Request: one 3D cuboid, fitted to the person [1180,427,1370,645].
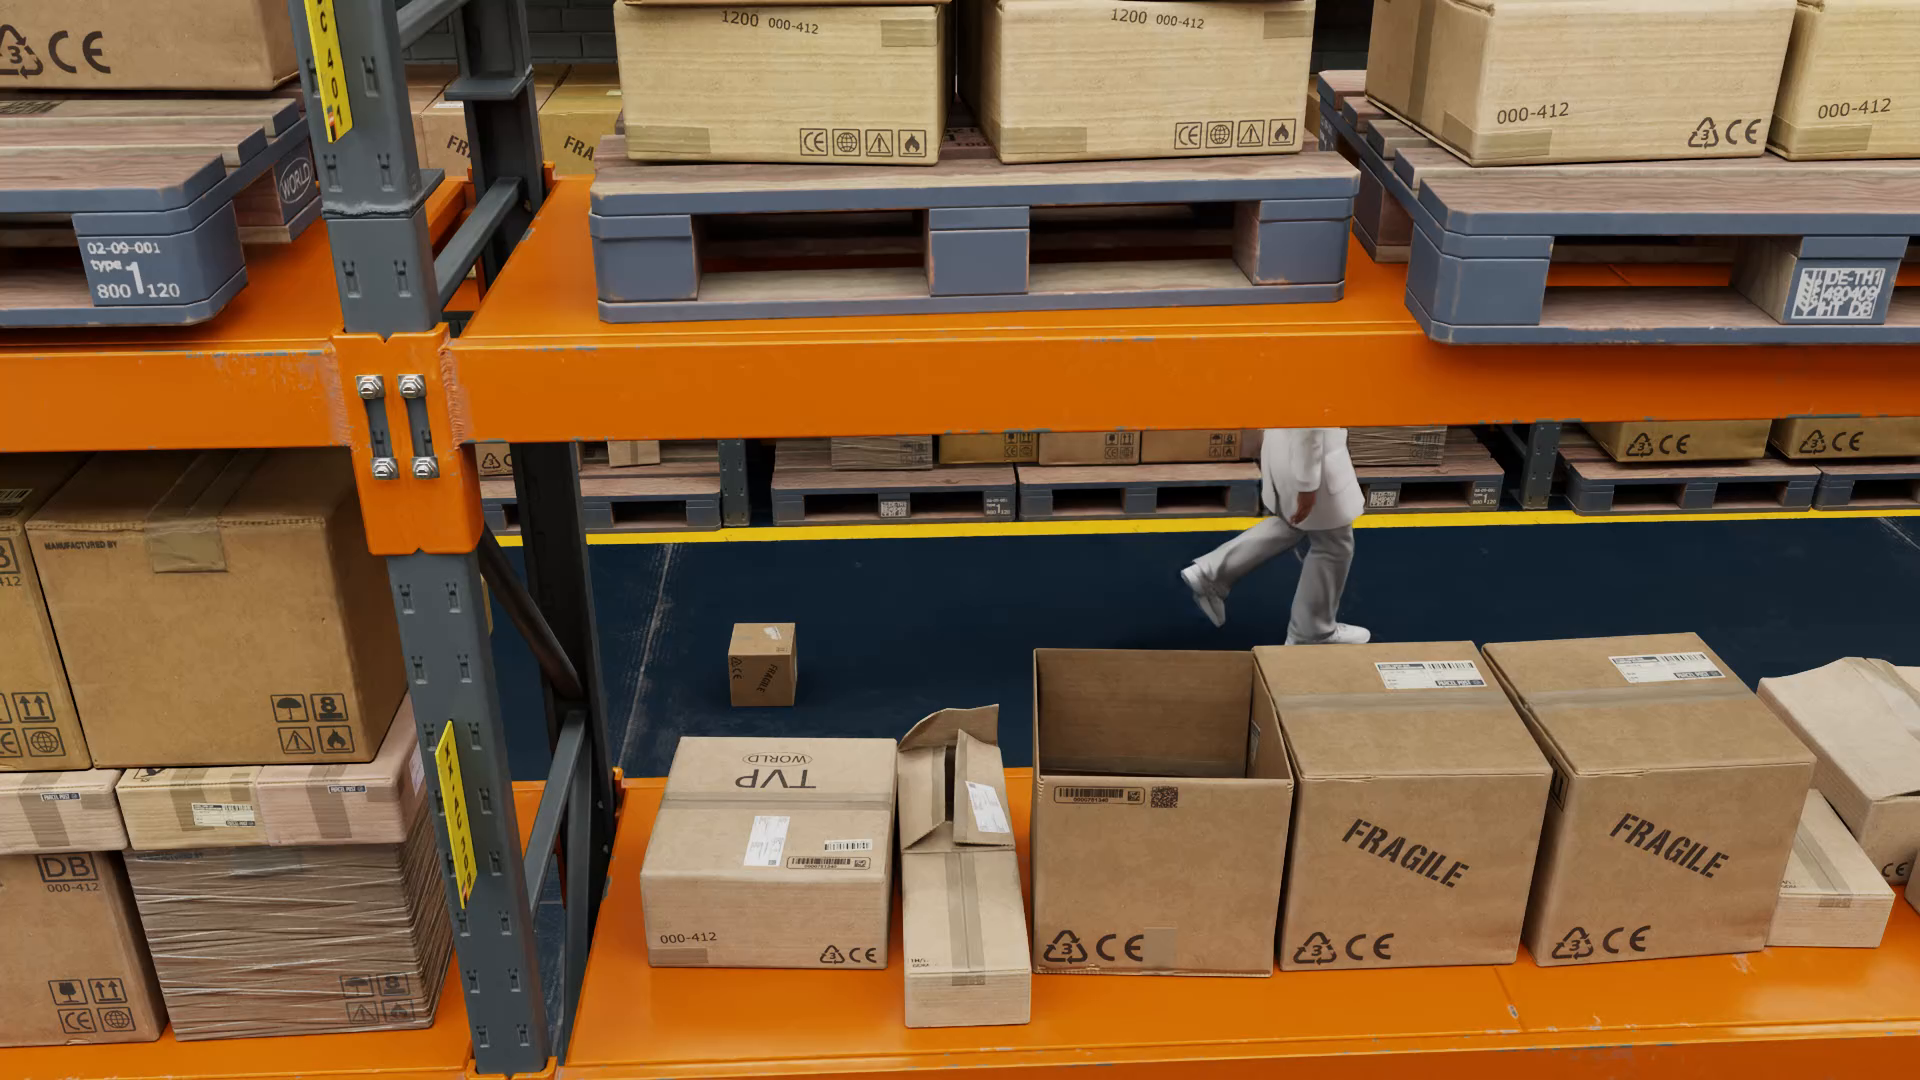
[{"bbox_3d":[1.342,-0.337,6.732,0.798,1.746,0.588,-5,28,-9],"label":"person"}]
